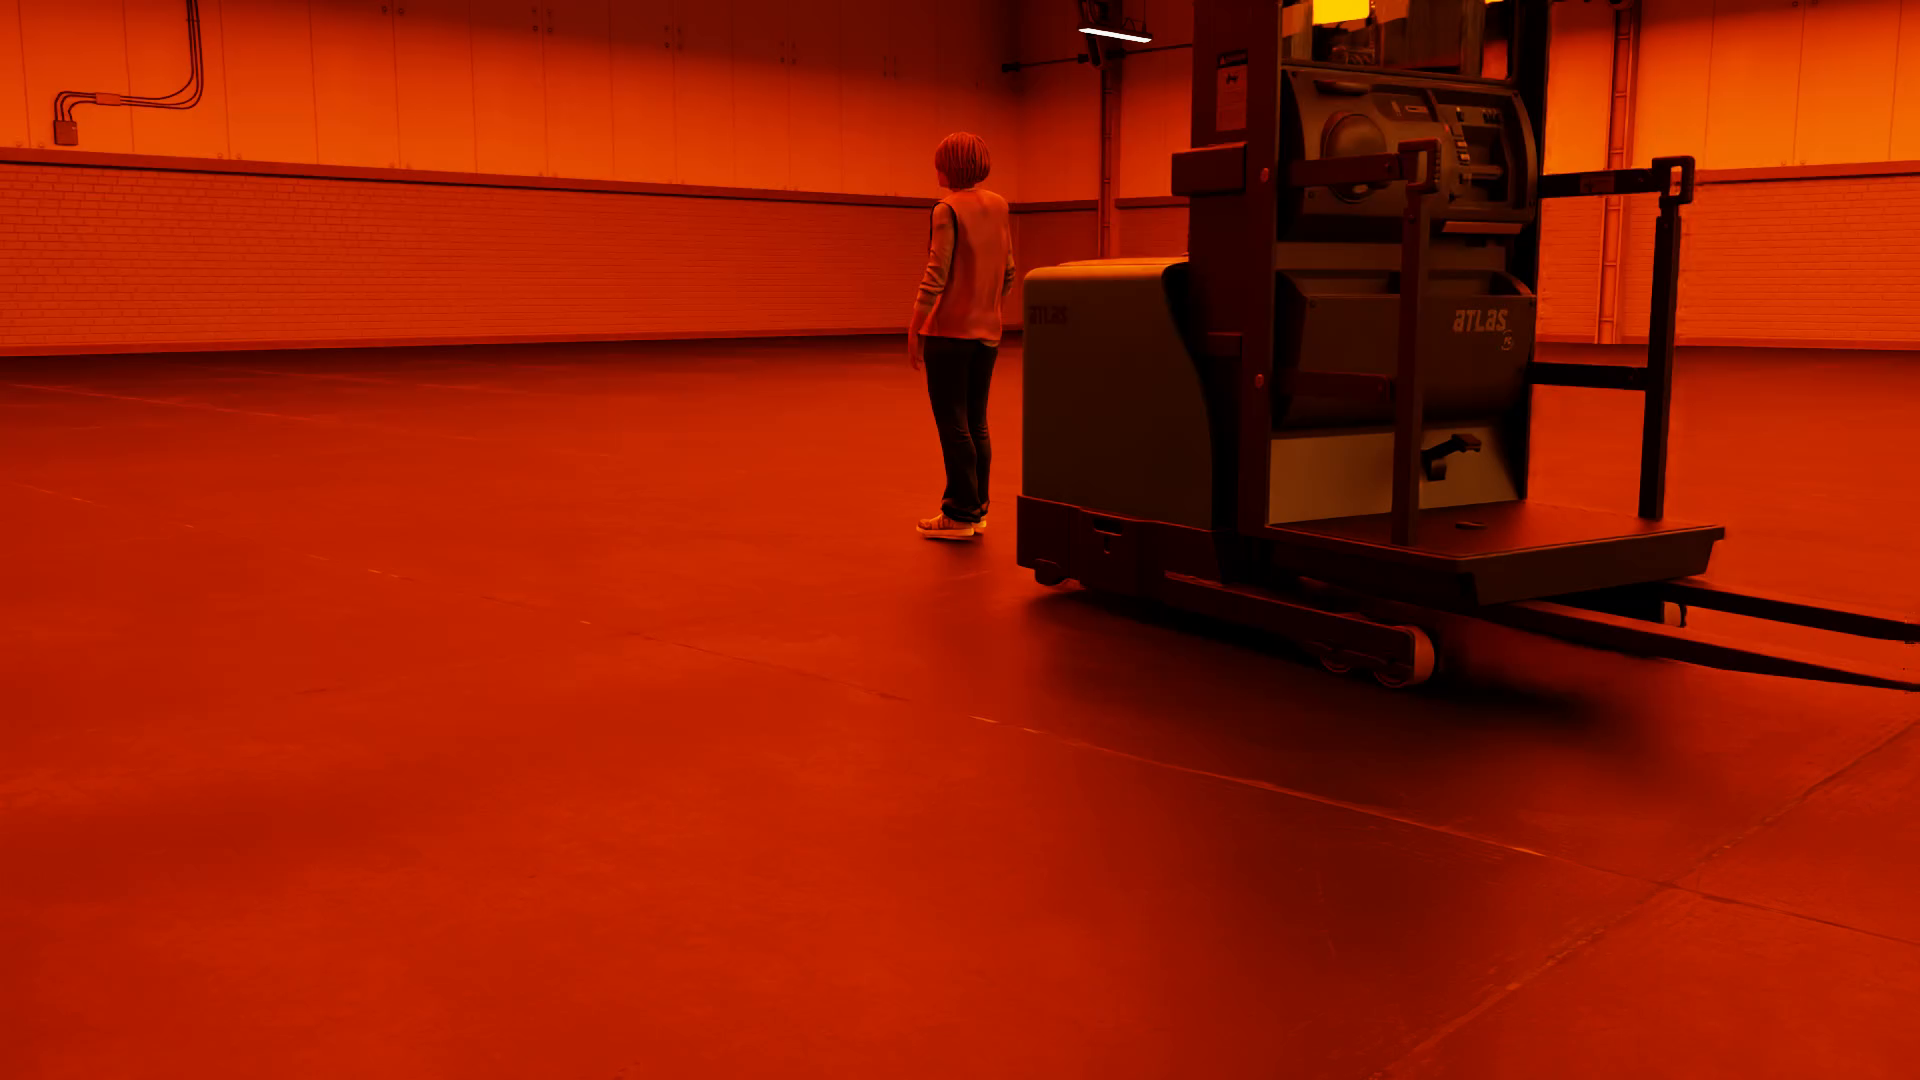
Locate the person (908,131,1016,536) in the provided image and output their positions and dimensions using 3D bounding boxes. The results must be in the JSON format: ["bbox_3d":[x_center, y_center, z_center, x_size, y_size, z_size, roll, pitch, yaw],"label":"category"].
[{"bbox_3d":[-0.043,-0.806,6.658,0.476,1.597,0.520,8,12,43],"label":"person"}]

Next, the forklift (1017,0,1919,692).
[{"bbox_3d":[1.399,-1.151,4.518,1.130,2.935,3.031,-5,10,-32],"label":"forklift"}]
